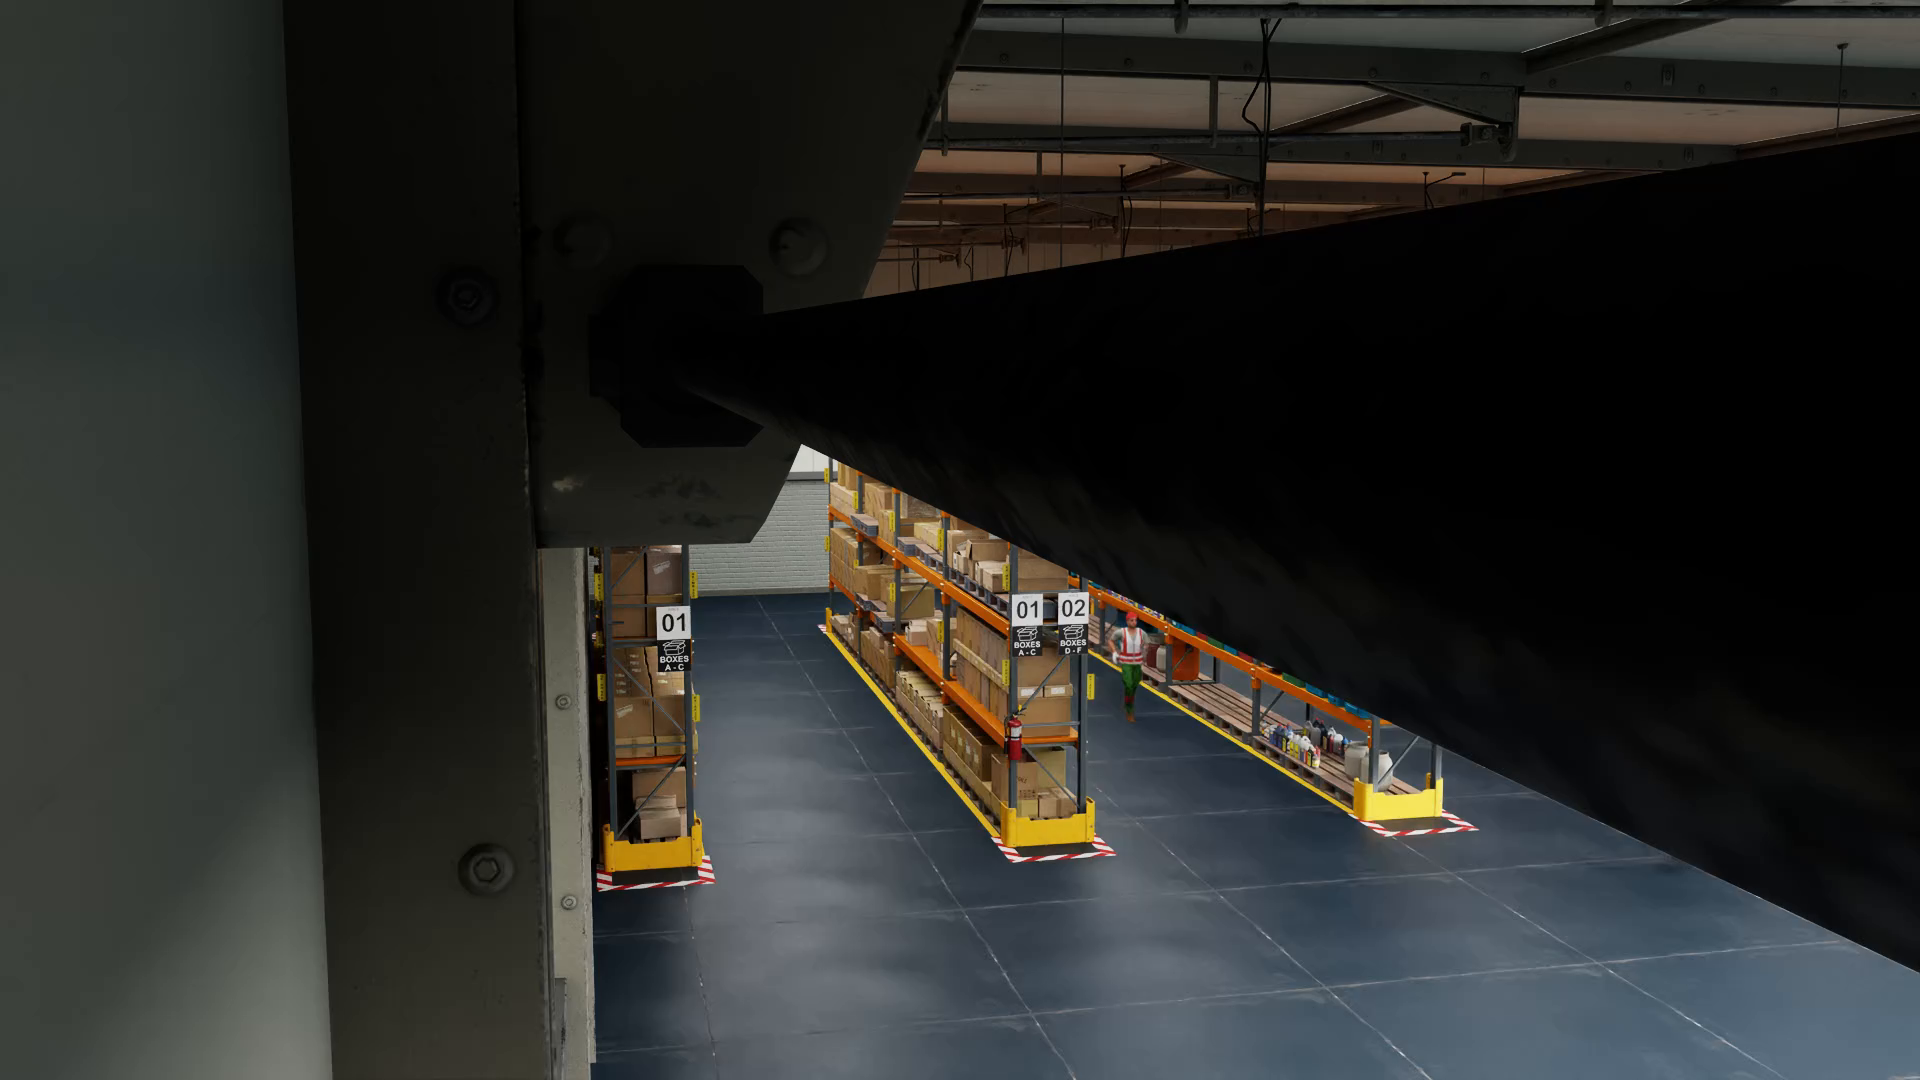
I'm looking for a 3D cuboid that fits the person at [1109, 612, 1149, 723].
[{"bbox_3d":[2.879,2.117,28.048,0.639,1.840,0.758,-2,7,-13],"label":"person"}]
